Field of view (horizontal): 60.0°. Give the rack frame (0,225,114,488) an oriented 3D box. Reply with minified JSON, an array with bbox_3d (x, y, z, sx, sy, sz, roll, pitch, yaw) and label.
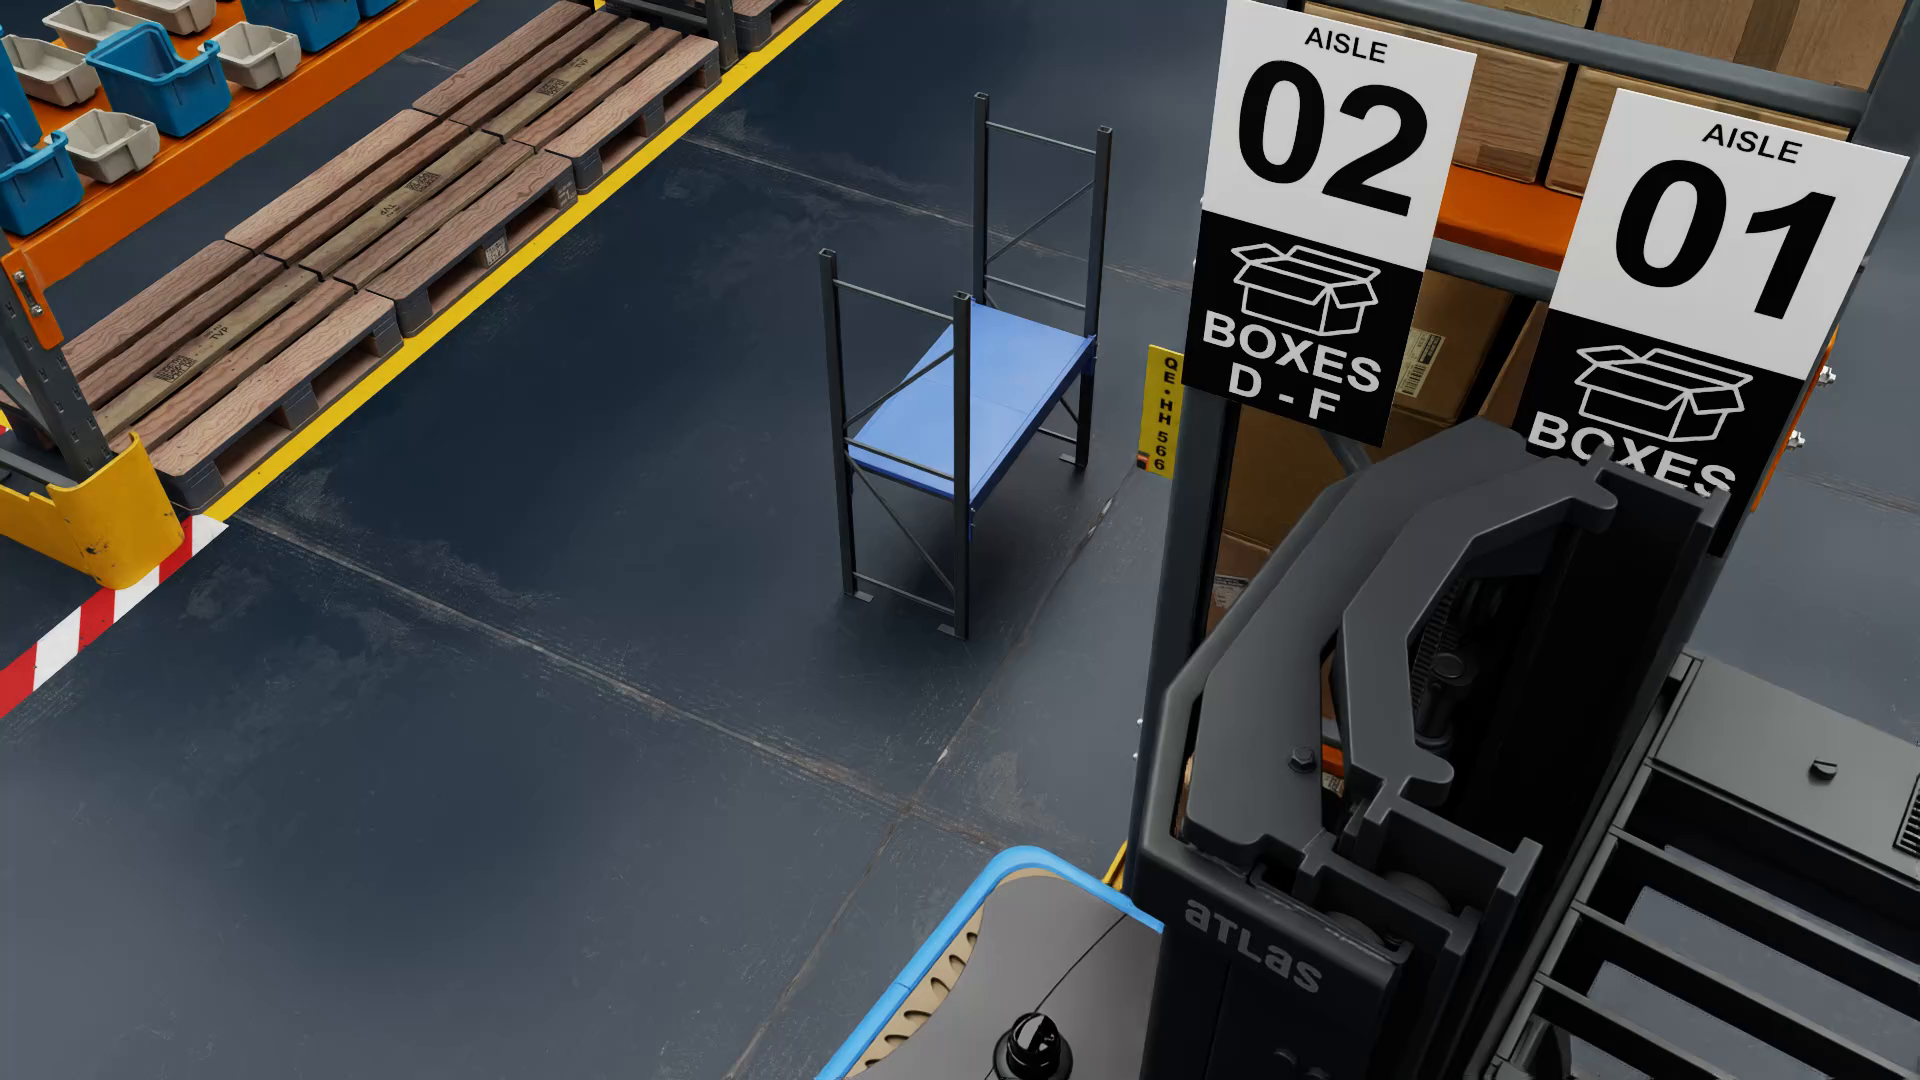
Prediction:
[{"bbox_3d":[-3.488,-1.175,5.303,1.000,3.000,0.127,20,49,19],"label":"rack frame"}]

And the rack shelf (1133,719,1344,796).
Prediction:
[{"bbox_3d":[1.826,-0.545,5.185,1.077,0.370,4.000,20,49,19],"label":"rack shelf"}]

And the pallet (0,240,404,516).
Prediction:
[{"bbox_3d":[-3.071,-0.702,6.795,1.003,0.211,1.213,20,49,19],"label":"pallet"}]

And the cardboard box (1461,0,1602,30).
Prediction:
[{"bbox_3d":[0.910,-1.123,2.896,0.500,0.250,0.500,20,49,19],"label":"cardboard box"}]

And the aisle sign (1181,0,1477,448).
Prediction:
[{"bbox_3d":[0.594,-0.510,2.817,0.394,0.787,0.004,20,49,19],"label":"aisle sign"}]

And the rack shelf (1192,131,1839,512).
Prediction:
[{"bbox_3d":[1.826,-1.599,4.118,1.077,0.370,4.000,20,49,19],"label":"rack shelf"}]

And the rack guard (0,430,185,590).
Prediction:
[{"bbox_3d":[-3.488,-0.277,6.173,1.175,0.500,0.348,20,49,19],"label":"rack guard"}]

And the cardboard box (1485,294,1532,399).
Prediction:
[{"bbox_3d":[1.094,-0.614,3.974,0.500,0.500,0.500,22,49,20],"label":"cardboard box"}]

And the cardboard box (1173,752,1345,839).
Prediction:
[{"bbox_3d":[0.932,0.763,4.835,0.500,0.500,0.500,20,49,19],"label":"cardboard box"}]

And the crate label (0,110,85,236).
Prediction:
[{"bbox_3d":[-3.082,-1.184,5.387,0.416,0.233,0.303,20,49,19],"label":"crate label"}]

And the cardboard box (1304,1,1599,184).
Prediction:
[{"bbox_3d":[0.902,-0.950,3.076,0.500,0.250,0.500,20,49,19],"label":"cardboard box"}]

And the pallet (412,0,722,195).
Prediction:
[{"bbox_3d":[-1.938,-2.239,8.314,1.003,0.211,1.213,20,49,19],"label":"pallet"}]

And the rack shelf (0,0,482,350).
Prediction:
[{"bbox_3d":[-2.560,-2.182,6.804,1.077,0.370,4.000,20,49,19],"label":"rack shelf"}]

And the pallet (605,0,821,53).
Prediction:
[{"bbox_3d":[-1.236,-3.187,9.252,1.003,0.211,1.213,20,49,19],"label":"pallet"}]

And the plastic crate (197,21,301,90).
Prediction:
[{"bbox_3d":[-2.545,-1.753,6.016,0.250,0.136,0.298,20,49,19],"label":"plastic crate"}]

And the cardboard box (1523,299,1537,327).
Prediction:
[{"bbox_3d":[1.573,-0.449,3.811,0.500,0.500,0.500,21,49,19],"label":"cardboard box"}]

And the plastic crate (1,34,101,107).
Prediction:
[{"bbox_3d":[-3.270,-1.677,5.942,0.396,0.136,0.243,20,49,19],"label":"plastic crate"}]

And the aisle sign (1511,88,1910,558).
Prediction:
[{"bbox_3d":[1.126,-0.311,2.621,0.394,0.787,0.004,20,49,19],"label":"aisle sign"}]

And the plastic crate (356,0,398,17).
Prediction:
[{"bbox_3d":[-2.332,-2.203,6.394,0.416,0.233,0.300,20,49,19],"label":"plastic crate"}]

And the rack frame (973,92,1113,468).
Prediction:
[{"bbox_3d":[0.276,-0.901,6.086,0.500,1.500,0.032,20,49,19],"label":"rack frame"}]

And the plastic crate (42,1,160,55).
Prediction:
[{"bbox_3d":[-3.123,-1.855,6.118,0.396,0.136,0.243,20,49,19],"label":"plastic crate"}]

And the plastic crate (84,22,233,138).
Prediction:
[{"bbox_3d":[-2.776,-1.599,5.797,0.416,0.233,0.300,20,49,19],"label":"plastic crate"}]

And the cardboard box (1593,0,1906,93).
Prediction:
[{"bbox_3d":[1.366,-0.953,2.728,0.500,0.250,0.500,20,49,19],"label":"cardboard box"}]

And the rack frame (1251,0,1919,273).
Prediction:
[{"bbox_3d":[0.897,-1.646,1.550,1.000,3.000,0.127,20,49,19],"label":"rack frame"}]

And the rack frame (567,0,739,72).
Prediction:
[{"bbox_3d":[-1.631,-3.695,7.793,1.000,3.000,0.127,20,49,19],"label":"rack frame"}]

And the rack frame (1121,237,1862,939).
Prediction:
[{"bbox_3d":[0.897,0.462,3.684,1.000,3.000,0.127,20,49,19],"label":"rack frame"}]

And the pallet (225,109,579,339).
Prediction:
[{"bbox_3d":[-2.504,-1.468,7.552,1.003,0.211,1.213,20,49,19],"label":"pallet"}]

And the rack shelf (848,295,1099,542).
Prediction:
[{"bbox_3d":[0.040,-0.455,5.898,0.538,0.185,1.000,20,49,19],"label":"rack shelf"}]

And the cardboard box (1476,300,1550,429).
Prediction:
[{"bbox_3d":[1.337,-0.117,3.483,0.500,0.500,0.500,22,49,20],"label":"cardboard box"}]

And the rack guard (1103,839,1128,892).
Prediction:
[{"bbox_3d":[0.933,1.293,4.620,1.175,0.500,0.348,20,49,19],"label":"rack guard"}]

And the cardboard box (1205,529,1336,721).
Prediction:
[{"bbox_3d":[0.864,0.055,4.016,0.500,0.500,0.500,22,49,20],"label":"cardboard box"}]

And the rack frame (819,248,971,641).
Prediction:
[{"bbox_3d":[-0.196,-0.261,5.453,0.500,1.500,0.032,20,49,19],"label":"rack frame"}]

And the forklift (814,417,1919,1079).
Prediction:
[{"bbox_3d":[1.073,1.323,2.882,3.031,2.935,1.130,26,51,24],"label":"forklift"}]

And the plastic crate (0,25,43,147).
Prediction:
[{"bbox_3d":[-3.498,-1.481,5.538,0.616,0.435,0.499,20,49,19],"label":"plastic crate"}]

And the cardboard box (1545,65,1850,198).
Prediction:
[{"bbox_3d":[1.361,-0.779,2.907,0.500,0.250,0.500,20,49,19],"label":"cardboard box"}]

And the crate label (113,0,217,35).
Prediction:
[{"bbox_3d":[-3.015,-2.039,6.299,0.396,0.136,0.243,20,49,19],"label":"crate label"}]

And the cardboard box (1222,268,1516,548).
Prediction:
[{"bbox_3d":[0.860,-0.295,3.660,0.500,0.500,0.500,20,49,19],"label":"cardboard box"}]

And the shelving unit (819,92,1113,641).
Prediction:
[{"bbox_3d":[0.040,-0.581,5.770,0.538,1.500,1.048,20,49,19],"label":"shelving unit"}]

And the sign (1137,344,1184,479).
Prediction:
[{"bbox_3d":[0.415,-0.252,3.353,0.100,0.325,0.005,20,49,19],"label":"sign"}]

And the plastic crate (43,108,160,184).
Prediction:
[{"bbox_3d":[-2.860,-1.325,5.594,0.250,0.136,0.298,20,49,19],"label":"plastic crate"}]

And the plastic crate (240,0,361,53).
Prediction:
[{"bbox_3d":[-2.471,-2.014,6.207,0.416,0.233,0.300,20,49,19],"label":"plastic crate"}]
